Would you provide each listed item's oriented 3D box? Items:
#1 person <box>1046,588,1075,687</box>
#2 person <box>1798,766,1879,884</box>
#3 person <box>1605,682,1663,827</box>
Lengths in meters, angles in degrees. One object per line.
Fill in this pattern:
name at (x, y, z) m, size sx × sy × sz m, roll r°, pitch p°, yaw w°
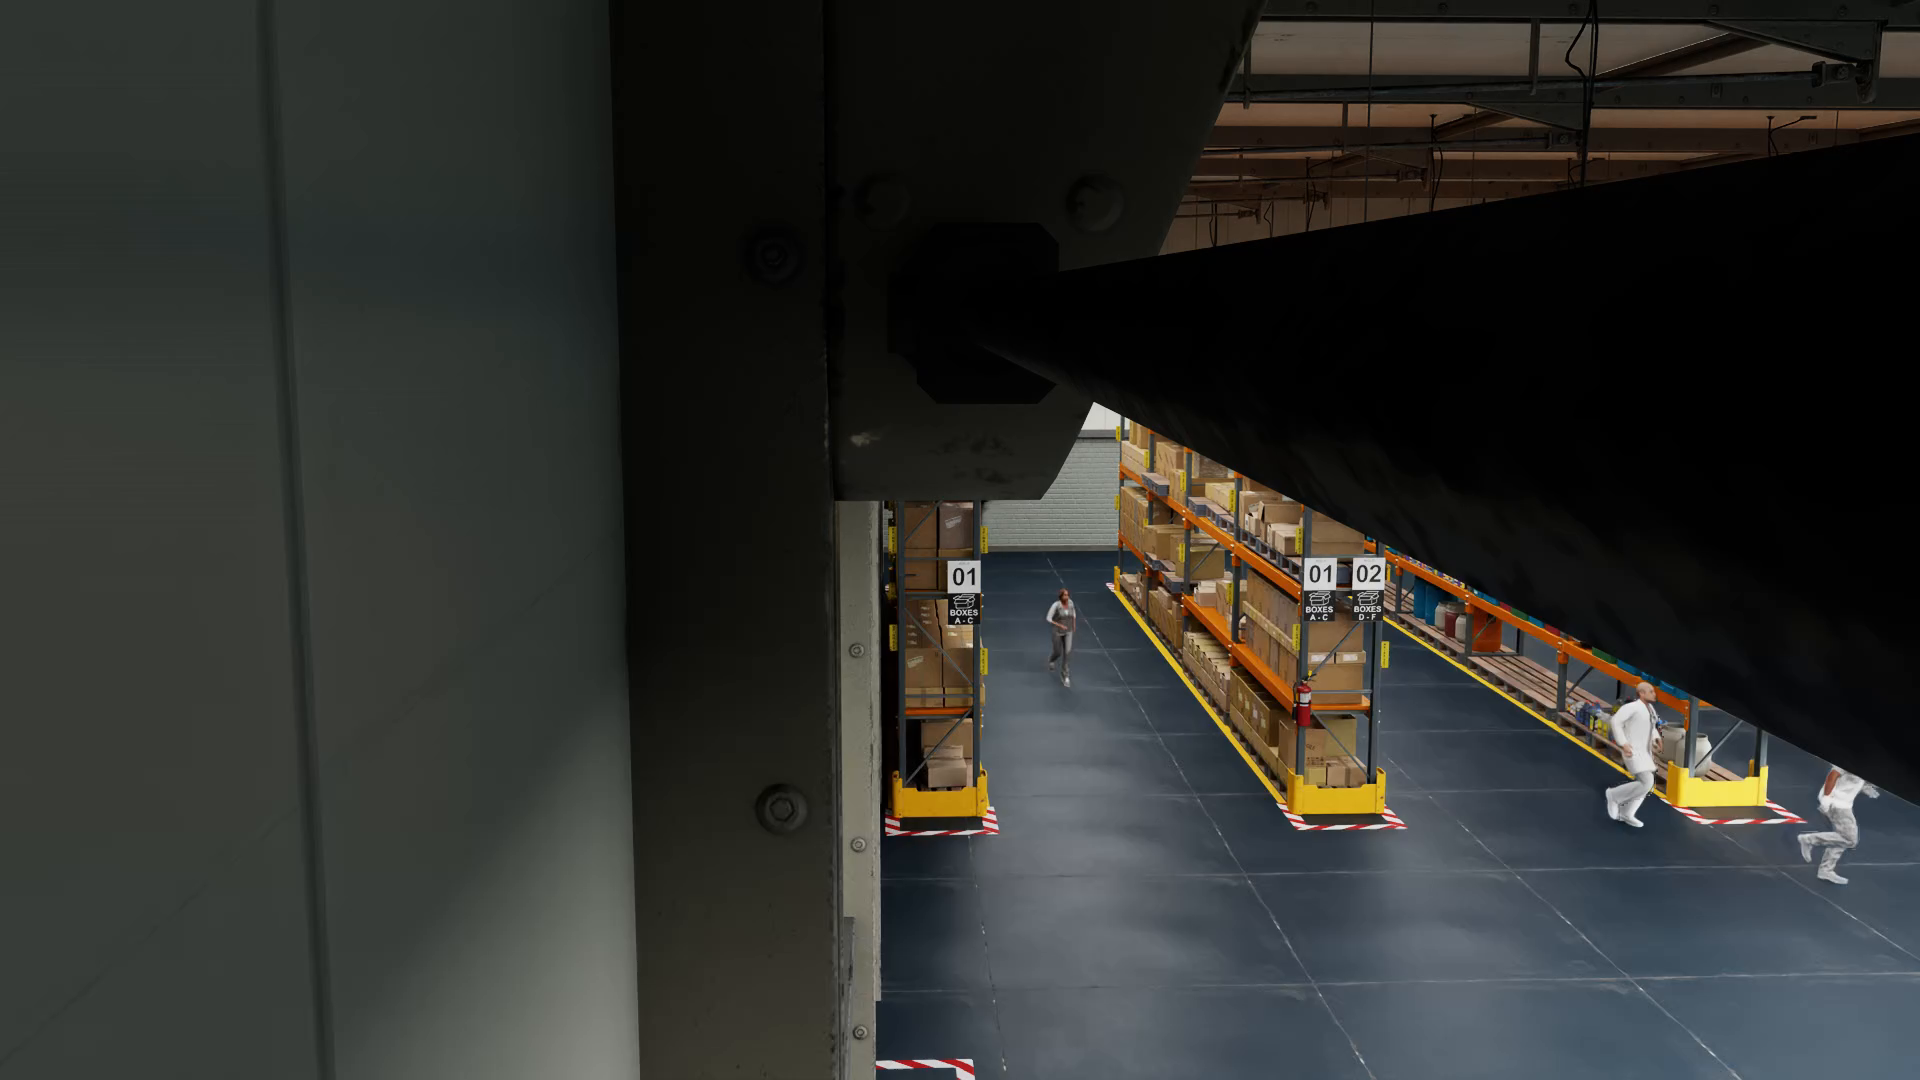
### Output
person at (1.687, 1.570, 27.698) m, size 0.564 × 1.592 × 0.921 m, roll -3°, pitch 9°, yaw -19°
person at (9.612, 2.902, 18.179) m, size 0.759 × 1.705 × 0.674 m, roll 4°, pitch 9°, yaw 24°
person at (8.248, 2.591, 20.255) m, size 0.569 × 1.739 × 0.747 m, roll 7°, pitch 11°, yaw 41°
